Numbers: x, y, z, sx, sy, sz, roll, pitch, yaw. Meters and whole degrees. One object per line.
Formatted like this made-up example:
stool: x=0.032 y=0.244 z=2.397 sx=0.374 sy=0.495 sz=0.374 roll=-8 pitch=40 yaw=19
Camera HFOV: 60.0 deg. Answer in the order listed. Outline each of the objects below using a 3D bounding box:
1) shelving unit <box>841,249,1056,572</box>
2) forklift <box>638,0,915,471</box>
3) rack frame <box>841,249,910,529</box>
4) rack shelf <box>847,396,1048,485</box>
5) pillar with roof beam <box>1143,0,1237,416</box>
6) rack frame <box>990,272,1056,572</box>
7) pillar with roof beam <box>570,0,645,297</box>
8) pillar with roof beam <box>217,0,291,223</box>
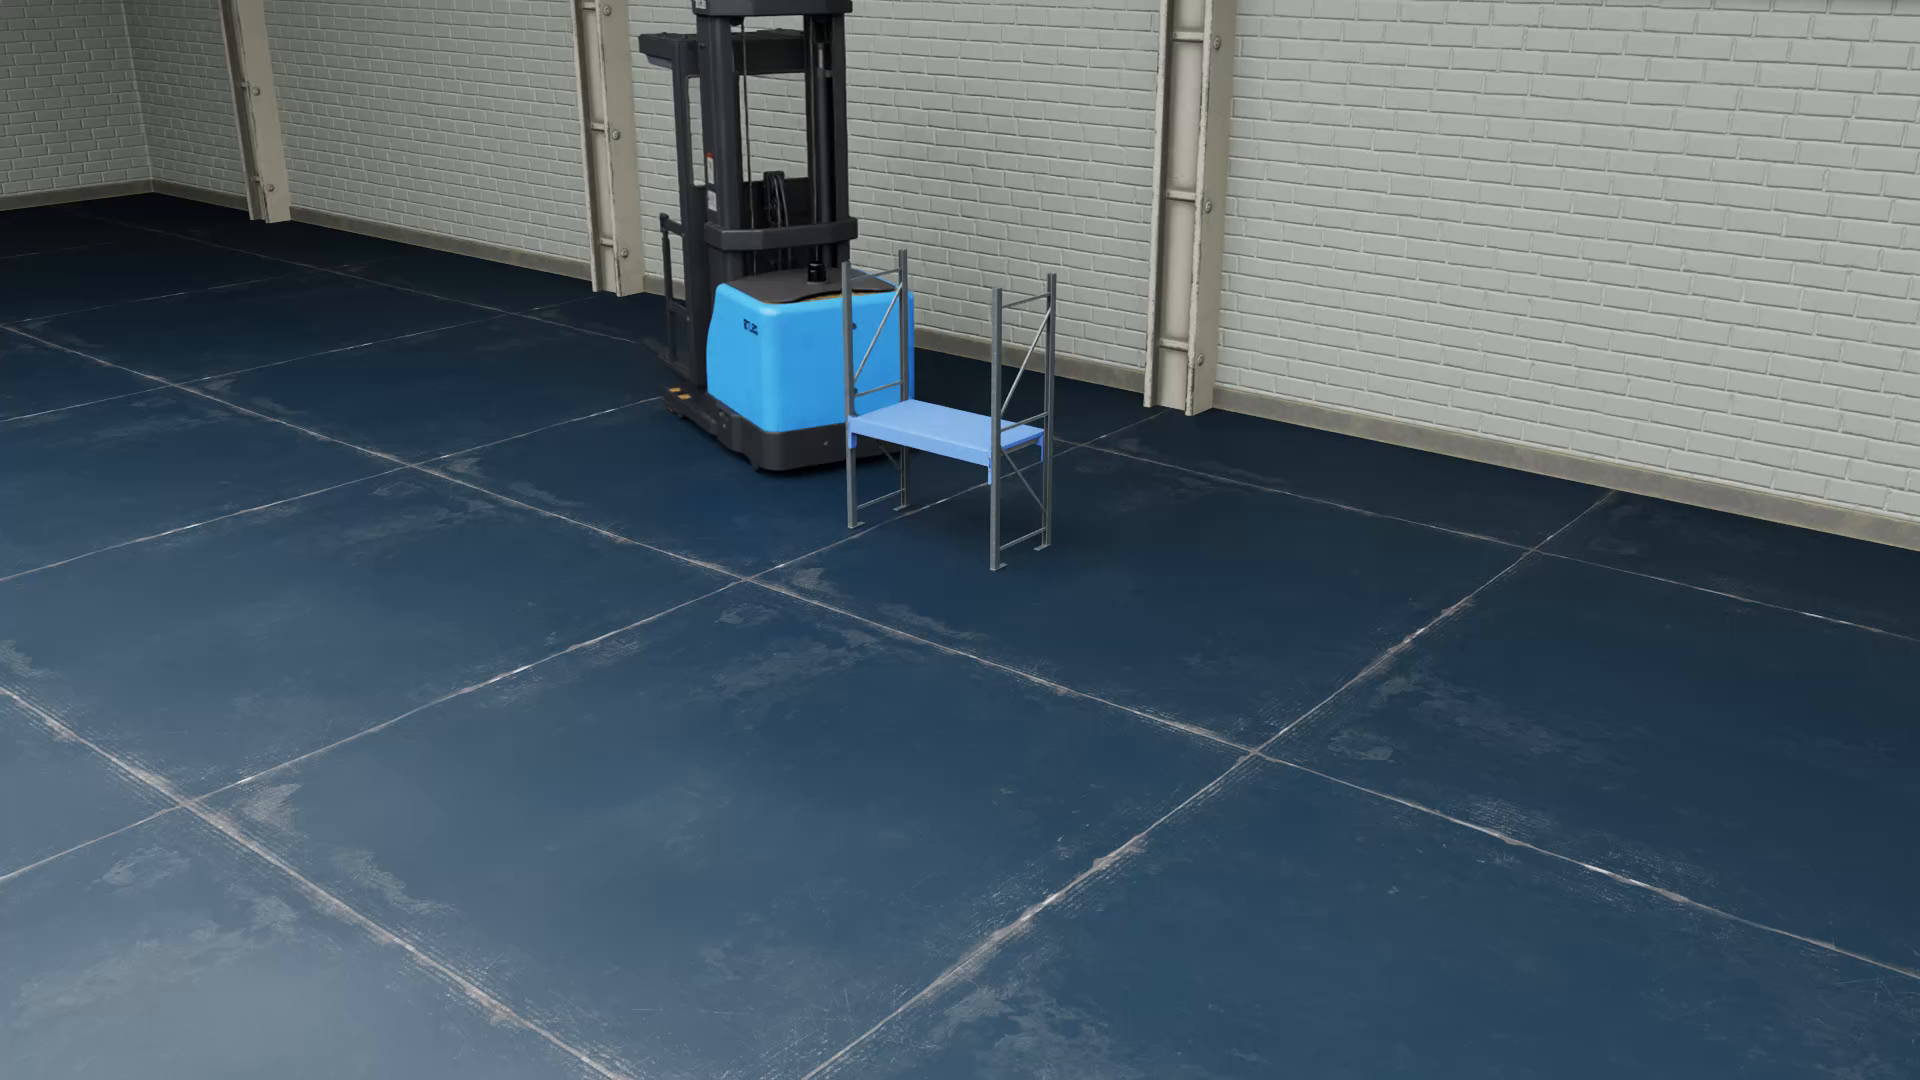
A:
shelving unit: x=-0.066 y=-0.721 z=8.954 sx=1.048 sy=1.500 sz=0.538 roll=16 pitch=26 yaw=36
forklift: x=-1.408 y=-2.268 z=11.029 sx=1.130 sy=2.935 sz=3.031 roll=-11 pitch=23 yaw=-26
rack frame: x=-0.460 y=-0.834 z=9.255 sx=0.032 sy=1.500 sz=0.500 roll=16 pitch=26 yaw=36
rack shelf: x=-0.066 y=-0.552 z=9.017 sx=1.000 sy=0.185 sz=0.538 roll=16 pitch=26 yaw=36
pillar with roof beam: x=-1.188 y=-3.972 z=6.948 sx=0.400 sy=9.000 sz=9.100 roll=16 pitch=26 yaw=36
rack frame: x=0.328 y=-0.607 z=8.653 sx=0.032 sy=1.500 sz=0.500 roll=16 pitch=26 yaw=36
pillar with roof beam: x=-5.837 y=-5.311 z=10.498 sx=0.400 sy=9.000 sz=9.100 roll=16 pitch=26 yaw=36
pillar with roof beam: x=-10.485 y=-6.649 z=14.048 sx=0.400 sy=9.000 sz=9.100 roll=16 pitch=26 yaw=36
